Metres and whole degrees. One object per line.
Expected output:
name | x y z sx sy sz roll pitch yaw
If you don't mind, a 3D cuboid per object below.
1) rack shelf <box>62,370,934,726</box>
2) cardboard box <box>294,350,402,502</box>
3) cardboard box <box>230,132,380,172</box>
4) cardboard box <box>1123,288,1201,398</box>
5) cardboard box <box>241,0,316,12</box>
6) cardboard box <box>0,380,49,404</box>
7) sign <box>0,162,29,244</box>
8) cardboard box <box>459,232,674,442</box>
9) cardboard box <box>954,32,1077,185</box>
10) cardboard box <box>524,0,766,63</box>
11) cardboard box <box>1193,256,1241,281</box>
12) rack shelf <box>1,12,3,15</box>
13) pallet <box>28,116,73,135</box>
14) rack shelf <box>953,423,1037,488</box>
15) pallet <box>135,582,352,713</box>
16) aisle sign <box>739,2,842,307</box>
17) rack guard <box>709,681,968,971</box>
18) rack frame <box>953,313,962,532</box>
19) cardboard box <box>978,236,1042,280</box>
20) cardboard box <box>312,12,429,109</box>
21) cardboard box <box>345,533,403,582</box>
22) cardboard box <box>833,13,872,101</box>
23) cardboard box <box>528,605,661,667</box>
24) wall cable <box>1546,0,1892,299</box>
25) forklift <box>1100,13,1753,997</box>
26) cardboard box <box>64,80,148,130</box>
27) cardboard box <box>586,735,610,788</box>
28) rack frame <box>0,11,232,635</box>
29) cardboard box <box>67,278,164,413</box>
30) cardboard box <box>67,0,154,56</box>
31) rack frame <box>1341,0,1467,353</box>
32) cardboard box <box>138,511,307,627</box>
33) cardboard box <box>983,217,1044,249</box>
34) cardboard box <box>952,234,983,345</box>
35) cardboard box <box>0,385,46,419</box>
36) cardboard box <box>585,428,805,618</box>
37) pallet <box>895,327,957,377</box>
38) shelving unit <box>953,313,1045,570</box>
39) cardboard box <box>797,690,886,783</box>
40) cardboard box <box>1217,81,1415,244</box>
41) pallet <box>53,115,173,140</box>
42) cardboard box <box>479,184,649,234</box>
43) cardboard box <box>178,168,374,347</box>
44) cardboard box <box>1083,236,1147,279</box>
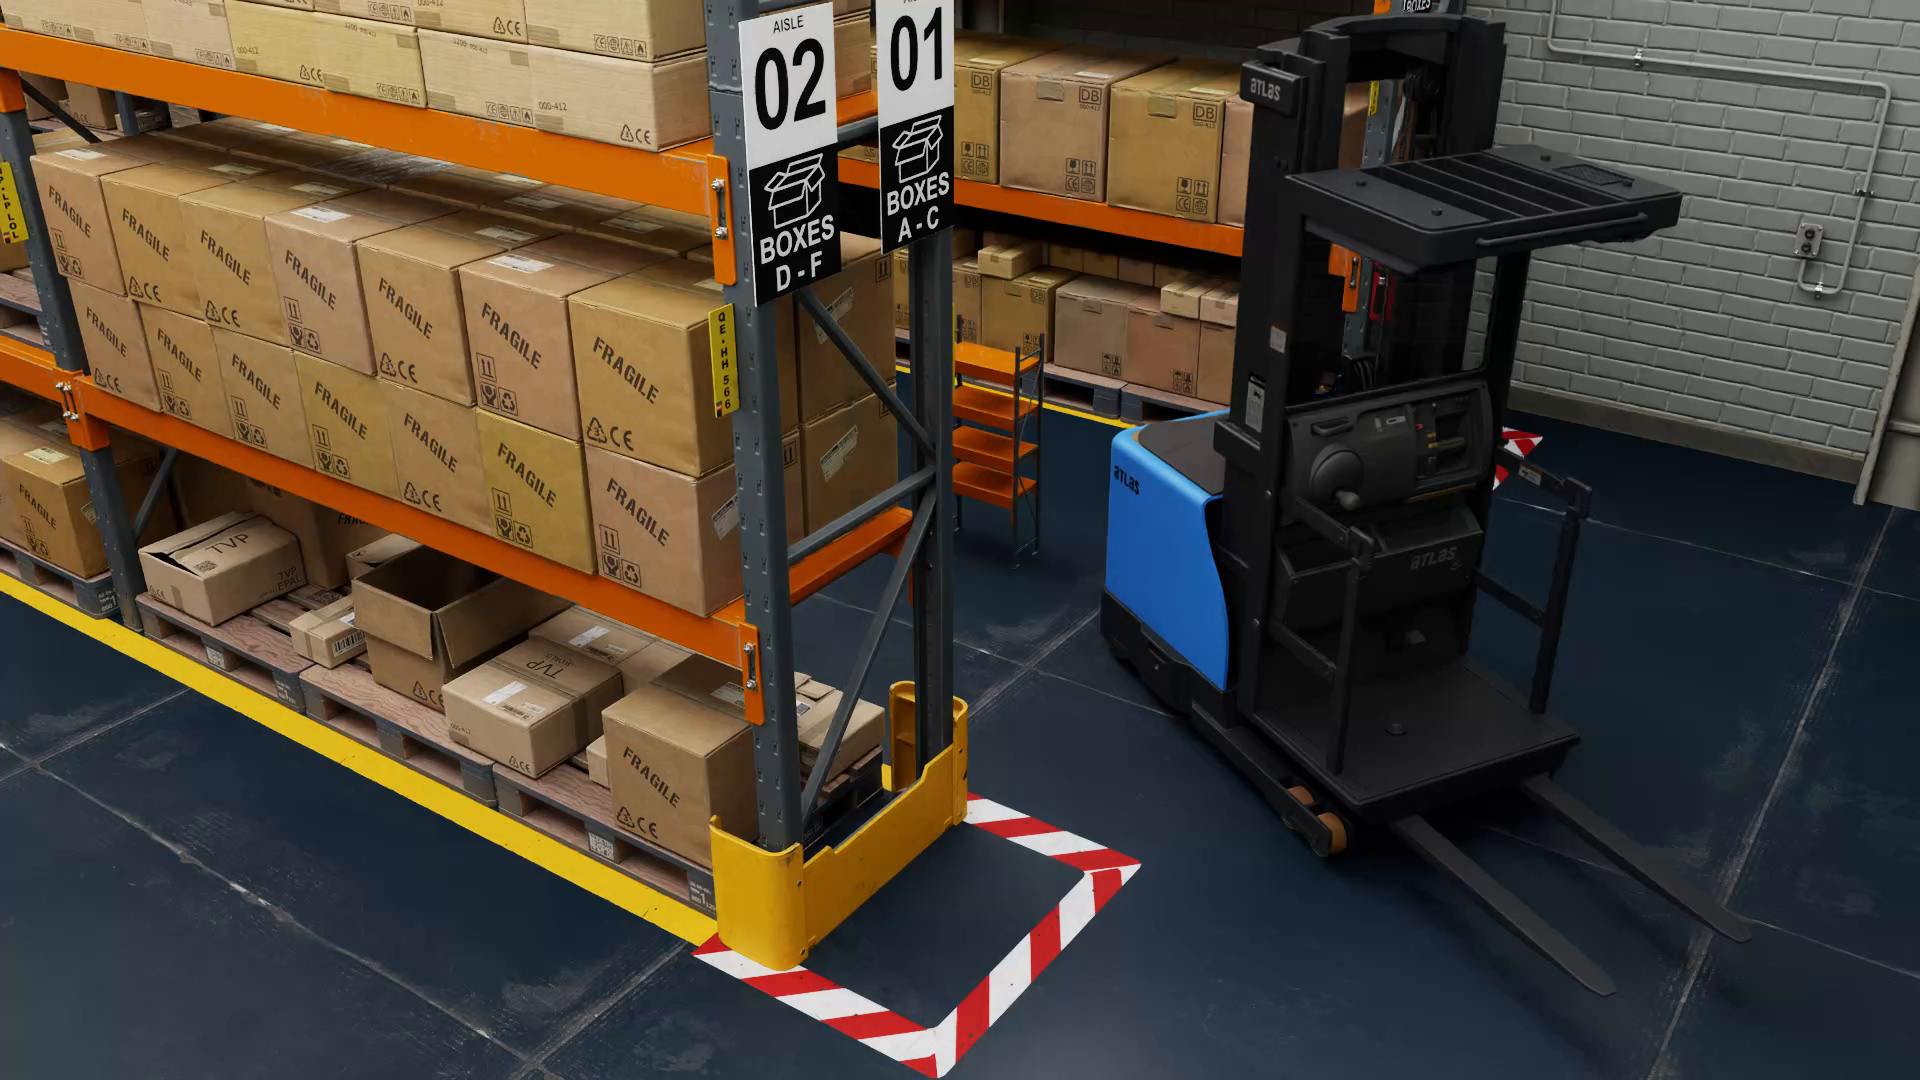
rack shelf | -2.004 -0.258 6.743 4.000 0.370 1.077 17 32 30
cardboard box | -2.131 -0.515 6.344 0.500 0.500 0.500 17 31 30
cardboard box | -2.665 -1.419 7.018 0.500 0.500 0.500 17 31 29
cardboard box | 1.400 -1.262 10.216 0.500 0.500 0.700 17 32 30
cardboard box | -2.161 -1.979 5.638 0.500 0.250 0.500 17 32 30
cardboard box | -4.767 -0.654 8.998 0.500 0.500 0.500 18 32 31
sign | -3.963 -1.400 6.917 0.005 0.325 0.100 17 32 30
cardboard box | -1.294 -0.696 5.598 0.500 0.500 0.500 18 32 32
cardboard box | 0.186 -2.744 10.504 0.700 0.700 0.980 16 31 29
cardboard box | -0.923 -1.595 4.883 0.500 0.250 0.500 17 32 30
cardboard box | 1.611 -1.595 10.155 0.250 0.149 0.380 17 32 30
rack shelf | -5.301 -2.622 8.081 4.000 0.370 1.077 17 32 30
pallet | -9.028 -4.229 16.827 1.213 0.211 1.003 17 32 30
rack shelf | 0.136 -0.432 8.425 0.480 0.148 0.258 17 32 30
pallet | -3.087 0.327 7.874 1.213 0.211 1.003 17 32 30
aisle sign | -0.472 -1.092 4.722 0.004 0.787 0.394 17 32 30
rack guard | -0.418 1.029 6.176 0.348 0.500 1.175 17 32 30
rack frame | -0.065 -0.555 8.517 0.015 1.200 0.240 17 32 30
cardboard box | 0.317 -1.787 10.532 0.250 0.149 0.380 16 31 29
cardboard box | -1.753 -1.625 5.493 0.500 0.250 0.500 17 32 30
cardboard box | -2.679 0.096 7.912 0.250 0.149 0.380 17 32 30
cardboard box | -0.635 -1.562 5.371 0.500 0.250 0.500 17 32 30
cardboard box | -1.467 0.462 7.082 0.500 0.250 0.500 17 32 30
wall cable | 4.038 -2.396 9.030 1.851 1.984 0.084 17 32 30
forklift | 1.736 -0.320 6.147 1.130 2.935 3.031 -12 29 -22
cardboard box | -8.323 -4.333 16.228 0.500 0.500 0.500 15 30 27
cardboard box | -1.226 0.816 6.478 0.250 0.166 0.380 17 32 30
rack frame | -3.652 -1.092 7.589 0.127 3.000 1.000 17 32 30
cardboard box | -3.386 -0.904 7.109 0.500 0.500 0.500 18 32 32
cardboard box | -2.982 -2.015 6.260 0.500 0.250 0.500 17 32 30
rack frame | 2.447 -1.918 9.212 0.127 3.000 1.000 17 32 30
cardboard box | -3.429 0.099 7.729 0.500 0.311 0.500 17 32 30
cardboard box | 0.354 -1.987 10.924 0.250 0.149 0.380 16 31 29
cardboard box | 0.120 -1.658 10.993 0.500 0.500 0.700 17 32 30
cardboard box | -5.037 -0.453 8.604 0.500 0.500 0.500 18 32 31
cardboard box | -0.878 -0.123 5.574 0.500 0.500 0.500 18 32 32
pallet | -0.268 -1.478 11.422 1.213 0.211 1.003 17 32 30
shelving unit | 0.136 -0.492 8.394 0.503 1.200 0.258 17 32 30
cardboard box | -0.506 0.773 6.581 0.250 0.149 0.380 17 32 30
cardboard box | 2.020 -2.179 9.394 0.700 0.700 0.980 19 33 33
pallet | -8.019 -3.916 16.212 1.213 0.211 1.003 17 32 30
cardboard box | -1.416 -1.030 6.253 0.500 0.500 0.500 18 32 31
cardboard box | -2.574 -1.092 6.376 0.500 0.500 0.500 16 31 29
cardboard box | 0.983 -1.790 10.538 0.250 0.149 0.380 18 32 31
